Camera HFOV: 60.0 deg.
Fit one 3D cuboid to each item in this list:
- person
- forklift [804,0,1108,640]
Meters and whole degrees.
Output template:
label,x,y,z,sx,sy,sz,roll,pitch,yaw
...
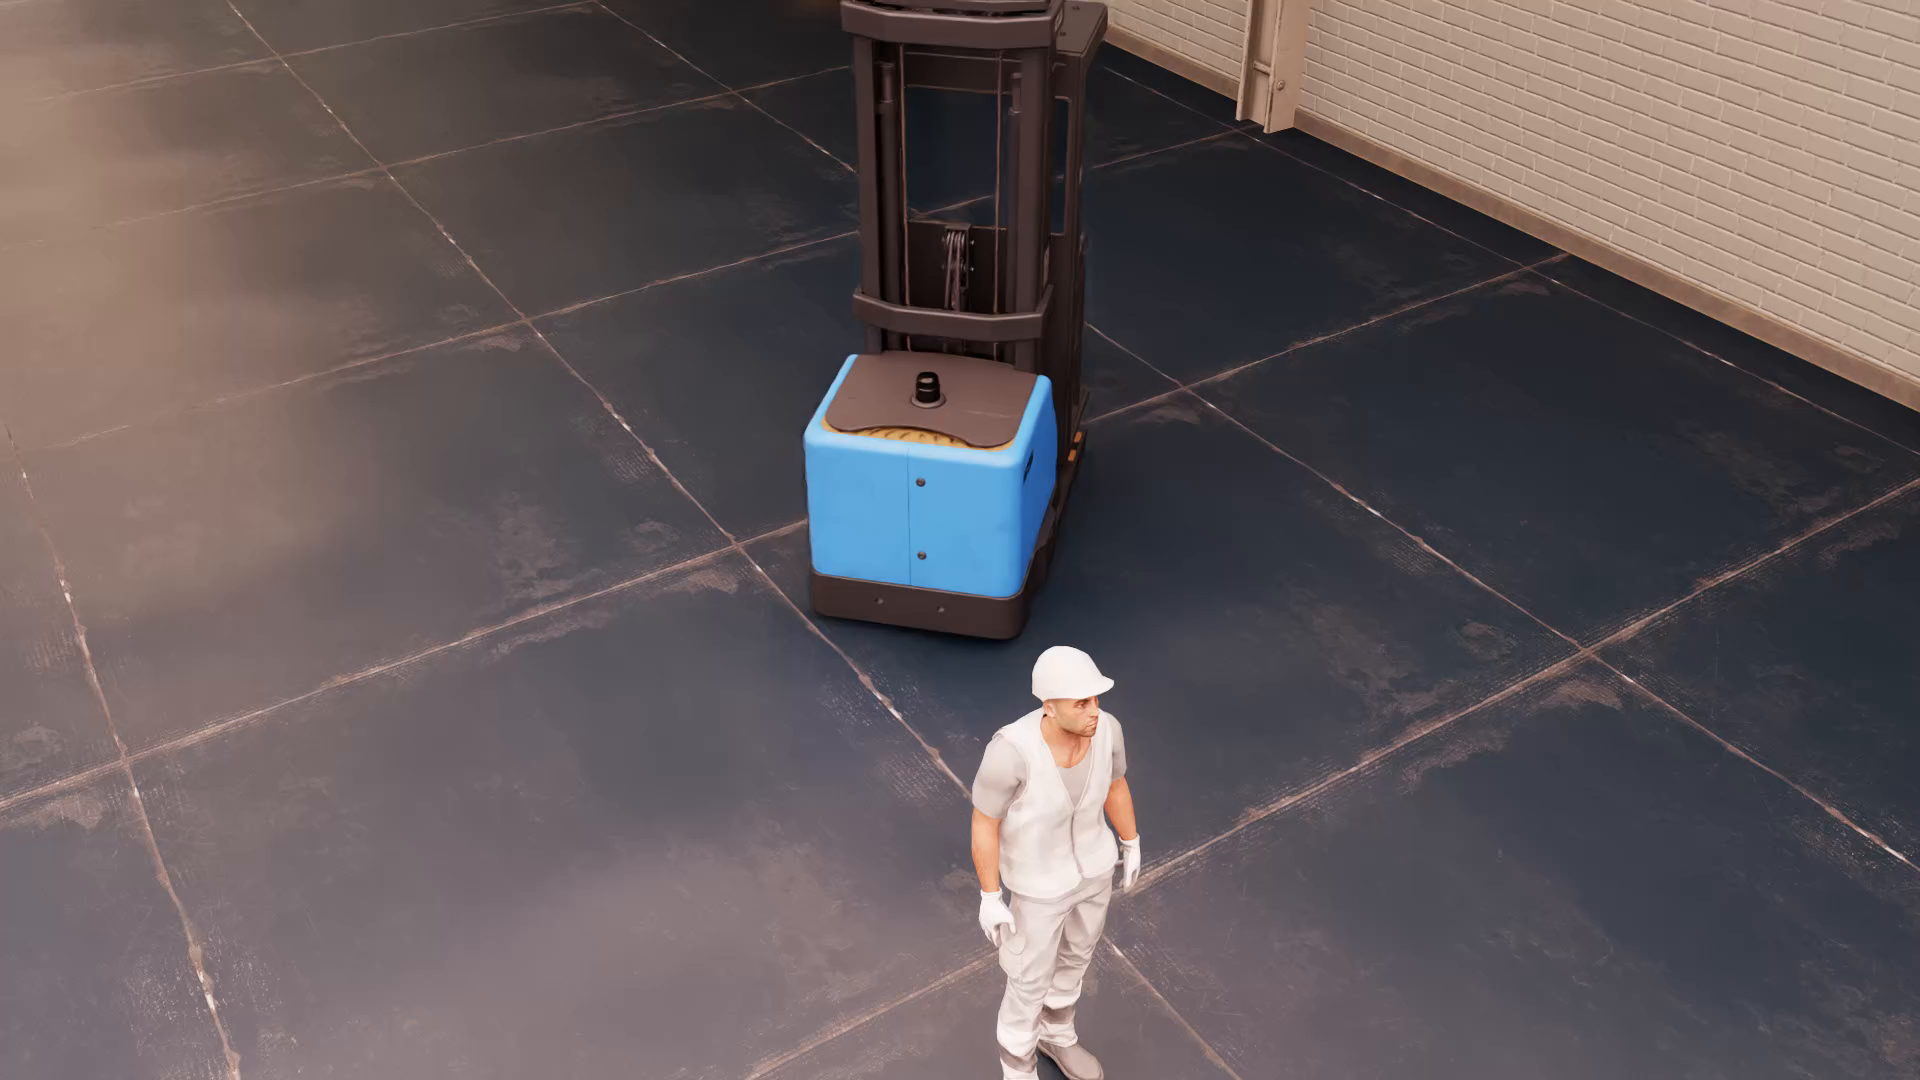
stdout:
label,x,y,z,sx,sy,sz,roll,pitch,yaw
person,0.363,1.154,5.486,0.638,1.787,0.564,-20,40,-26
forklift,0.094,-1.570,8.383,1.130,2.935,3.031,7,36,10
